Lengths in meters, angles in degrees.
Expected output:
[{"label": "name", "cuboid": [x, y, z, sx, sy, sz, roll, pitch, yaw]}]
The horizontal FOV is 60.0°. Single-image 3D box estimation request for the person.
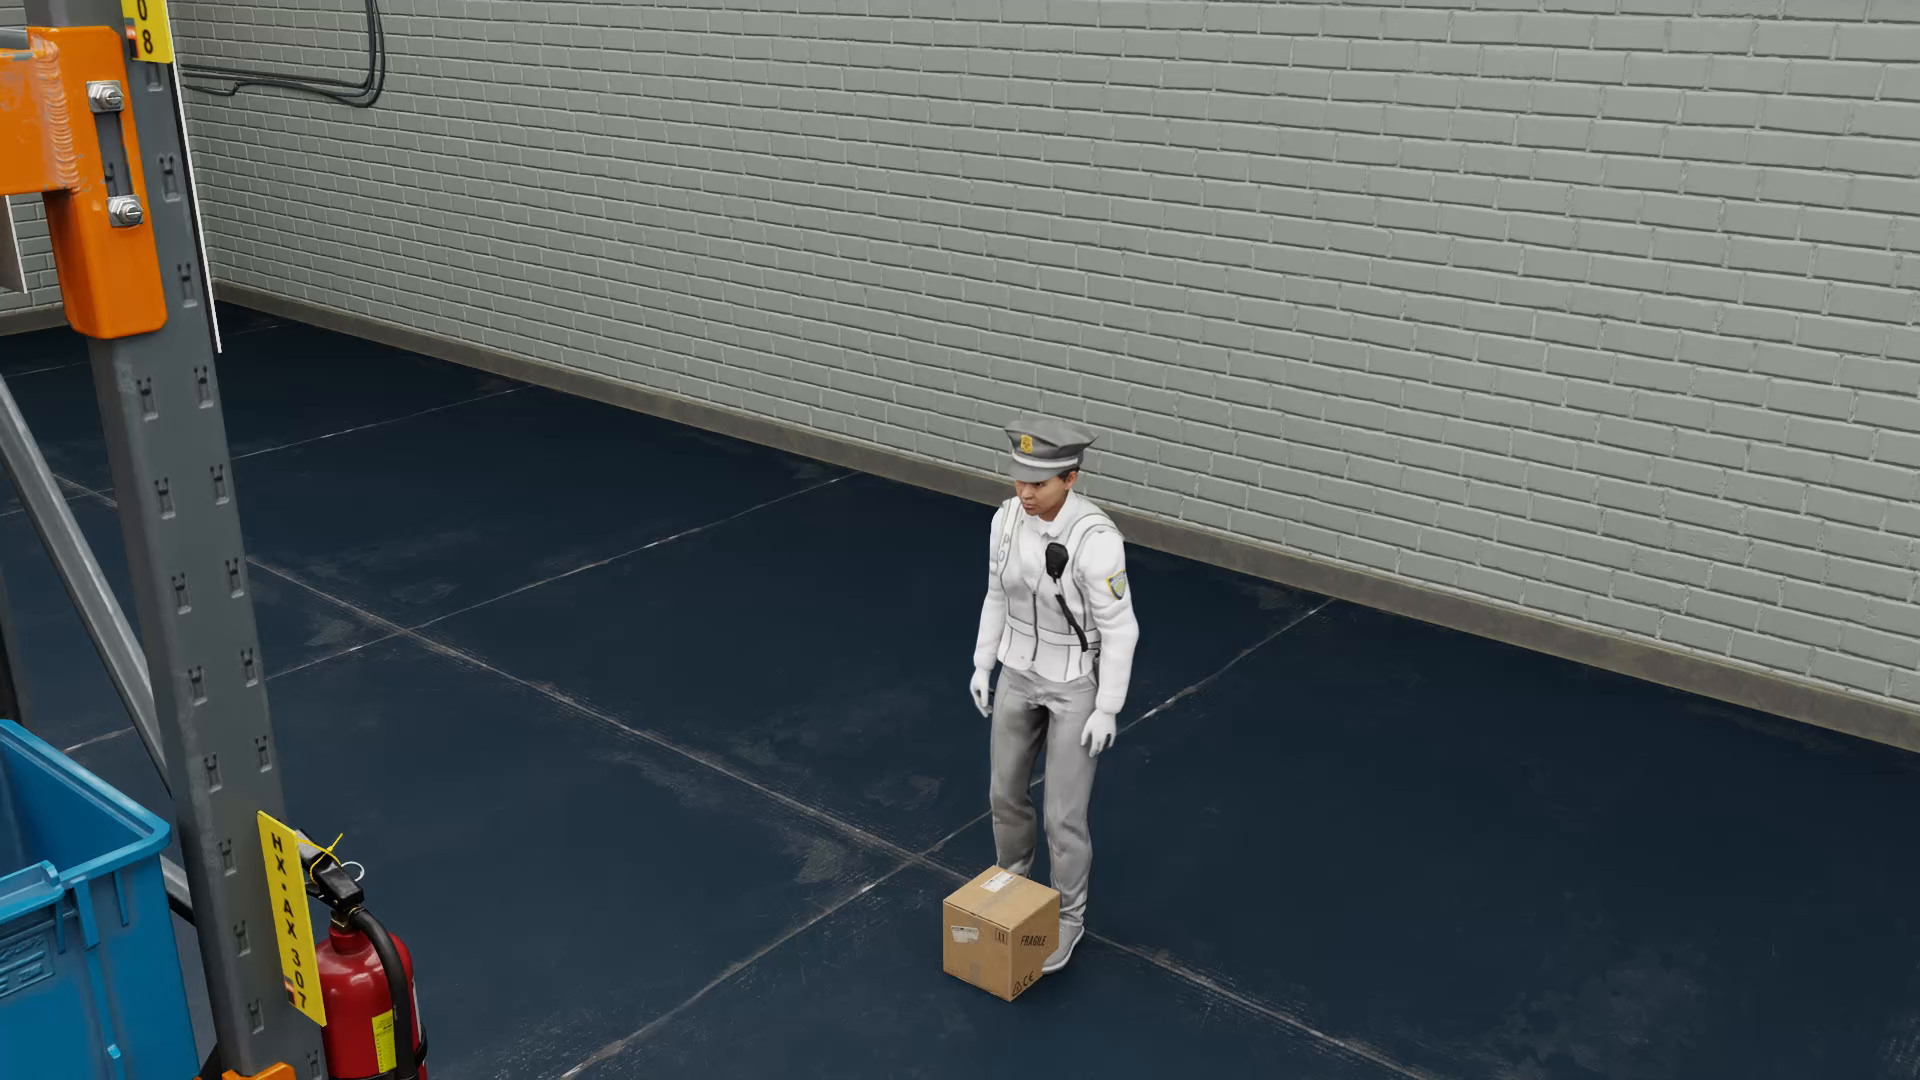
[{"label": "person", "cuboid": [0.256, 0.443, 4.875, 0.528, 1.664, 0.403, 16, 26, 37]}]
